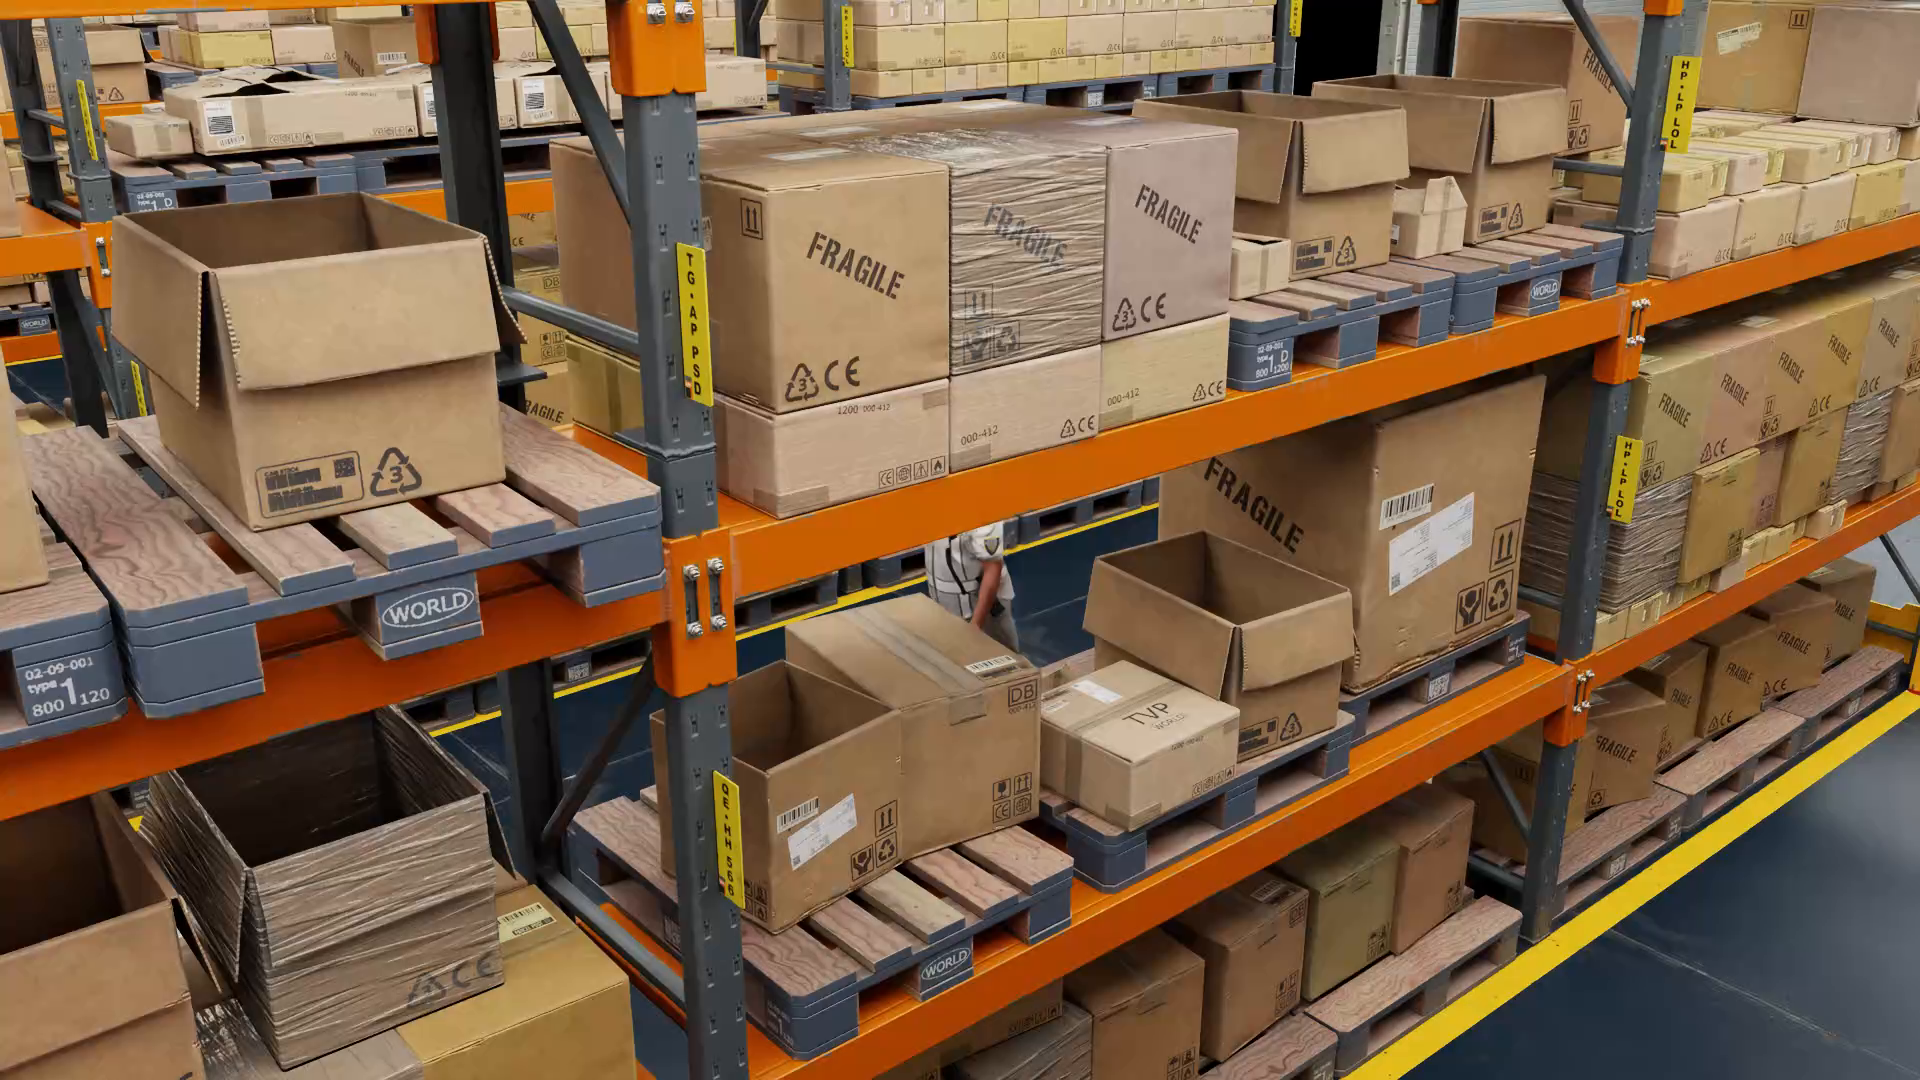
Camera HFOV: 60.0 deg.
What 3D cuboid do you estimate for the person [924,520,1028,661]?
[{"bbox_3d":[0.041,0.293,8.298,1.077,1.710,0.566,-15,25,-34],"label":"person"}]
